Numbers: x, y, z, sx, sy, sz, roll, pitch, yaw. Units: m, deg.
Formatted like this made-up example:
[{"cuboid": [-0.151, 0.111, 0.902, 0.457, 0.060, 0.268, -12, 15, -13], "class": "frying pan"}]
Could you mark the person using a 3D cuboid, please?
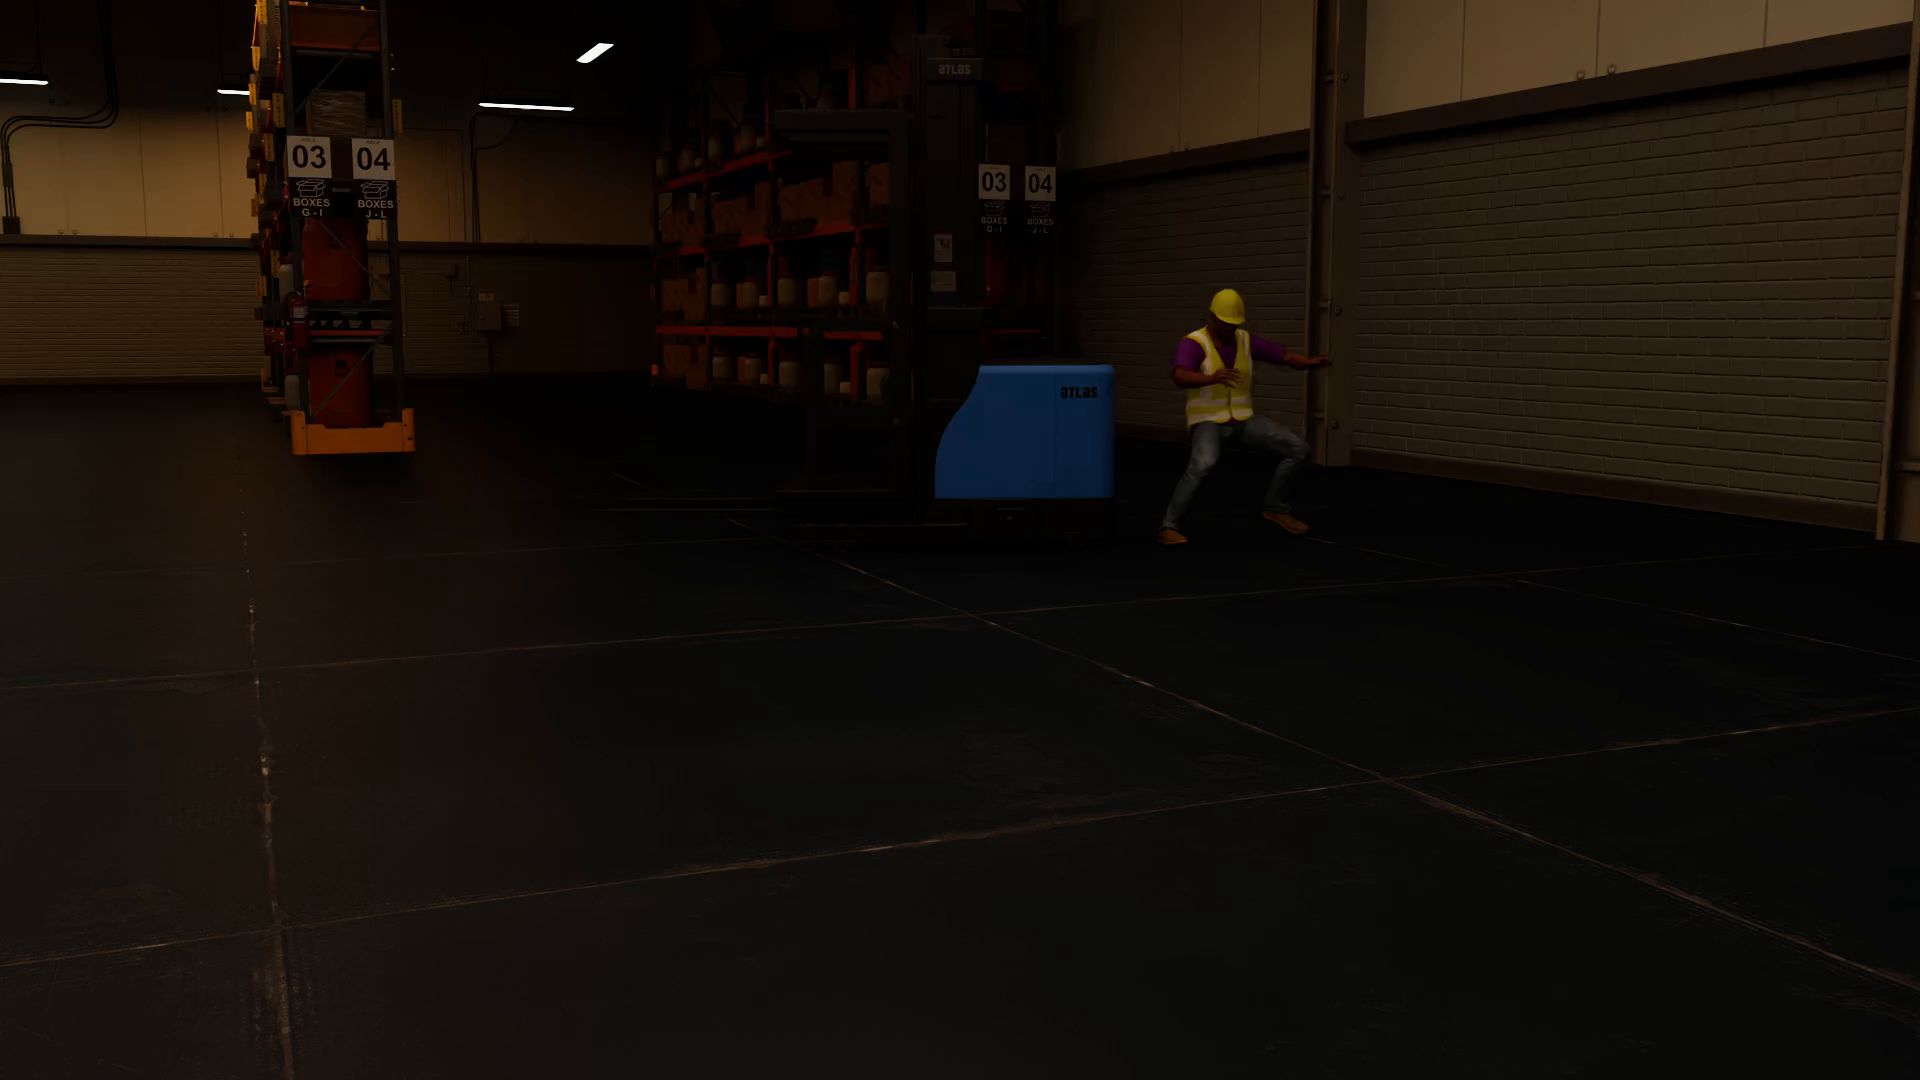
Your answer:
[{"cuboid": [1.671, -0.749, 10.035, 1.061, 1.524, 0.744, -2, 8, -17], "class": "person"}]

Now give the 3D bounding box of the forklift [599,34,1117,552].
[{"cuboid": [-0.610, -1.451, 9.948, 3.031, 2.935, 1.130, 0, 8, -1], "class": "forklift"}]
